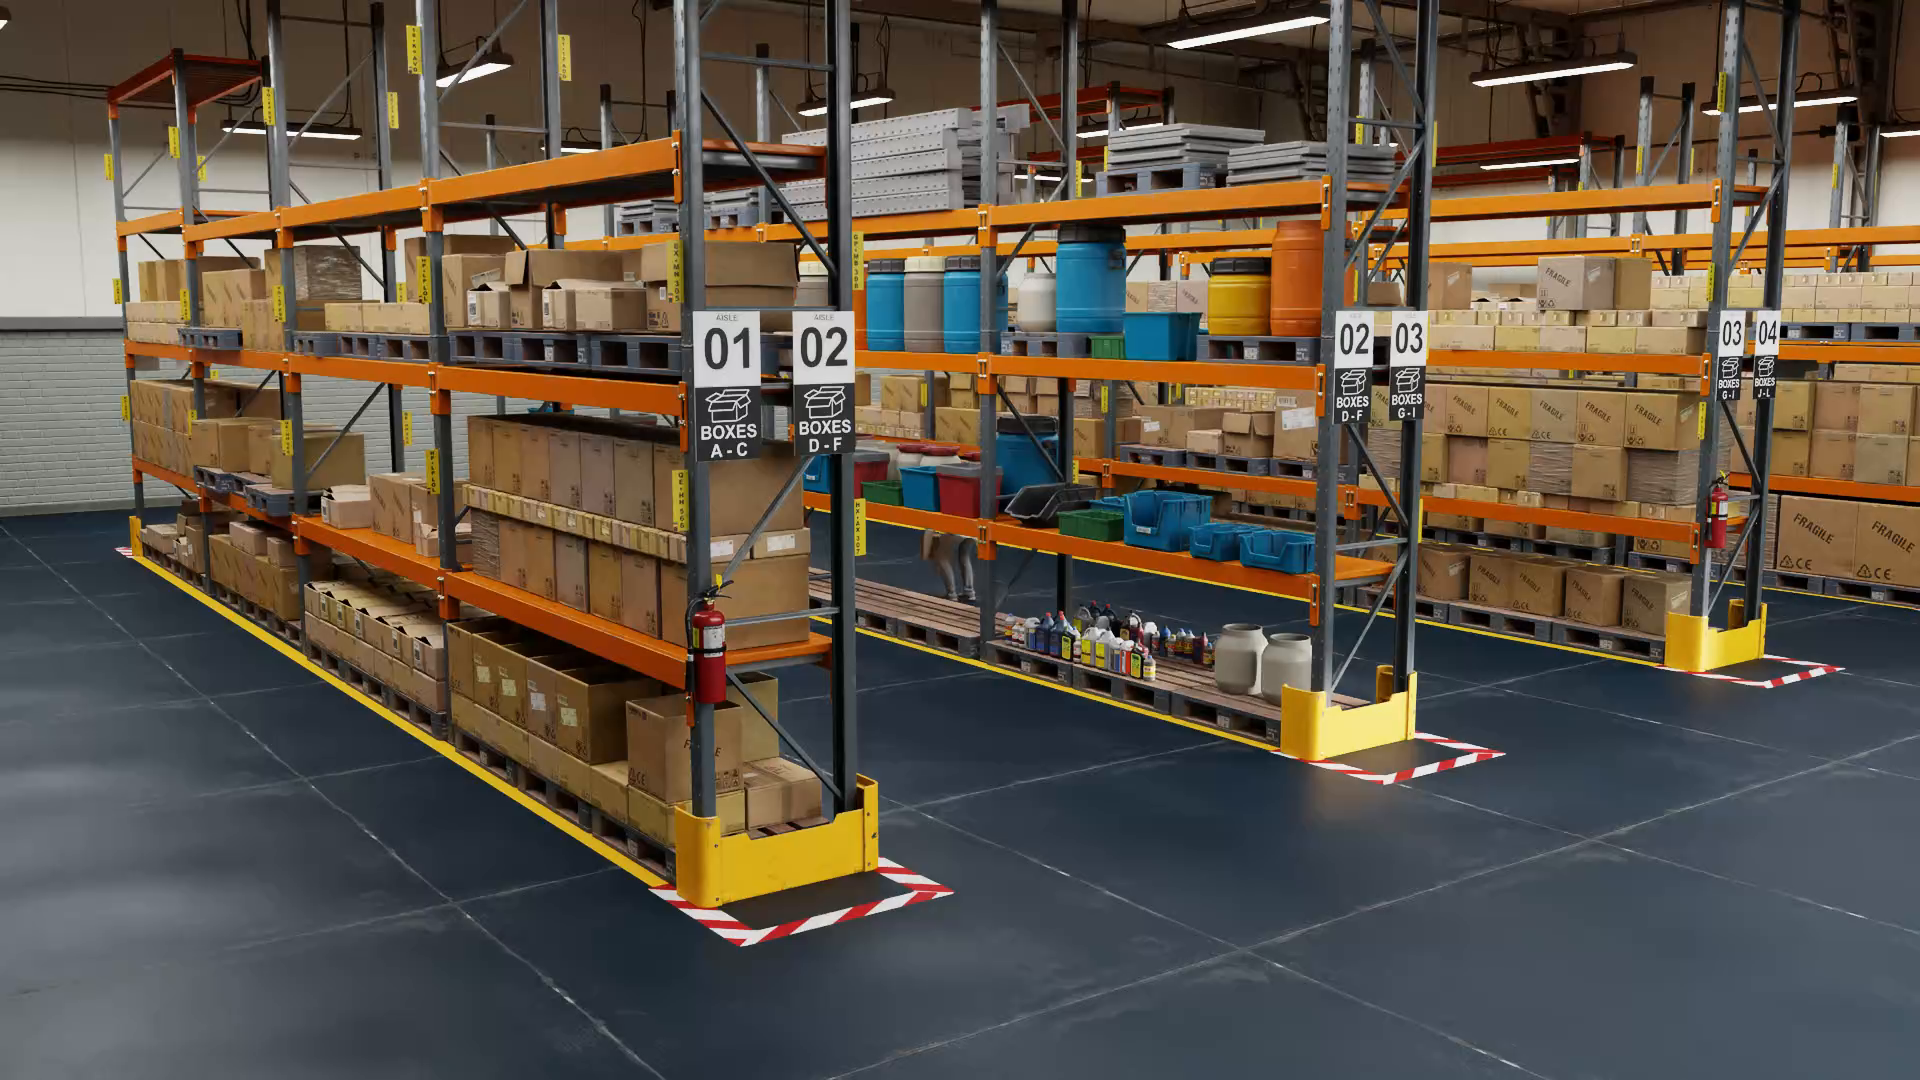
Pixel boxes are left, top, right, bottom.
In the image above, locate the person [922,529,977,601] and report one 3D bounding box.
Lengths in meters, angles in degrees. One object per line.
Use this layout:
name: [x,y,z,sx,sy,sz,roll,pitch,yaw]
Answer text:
person: [-0.148,0.031,18.553,0.423,1.266,0.889,-6,10,-38]
